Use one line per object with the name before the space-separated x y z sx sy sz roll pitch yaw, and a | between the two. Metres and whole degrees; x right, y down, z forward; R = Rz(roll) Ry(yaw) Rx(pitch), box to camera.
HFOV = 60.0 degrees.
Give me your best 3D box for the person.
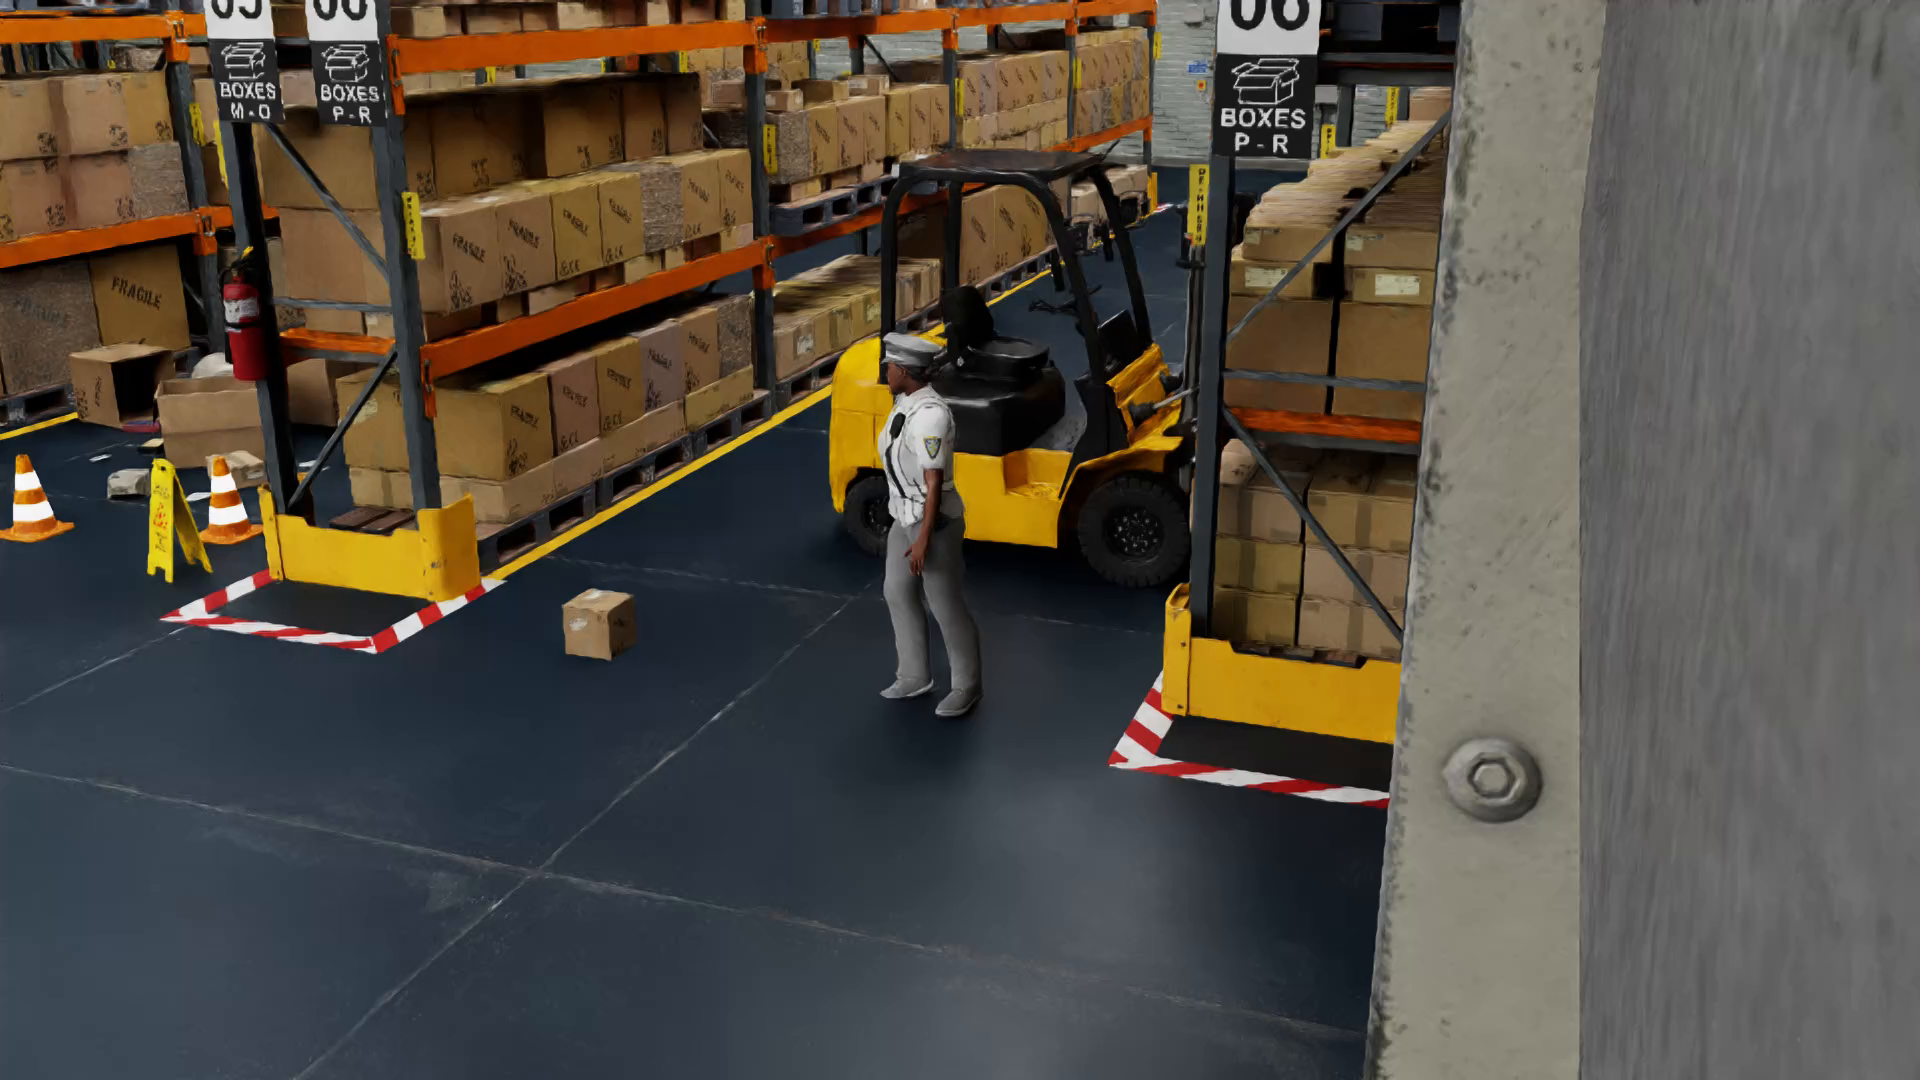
person | -0.136 -0.038 7.218 0.439 1.726 0.484 -7 20 -19
